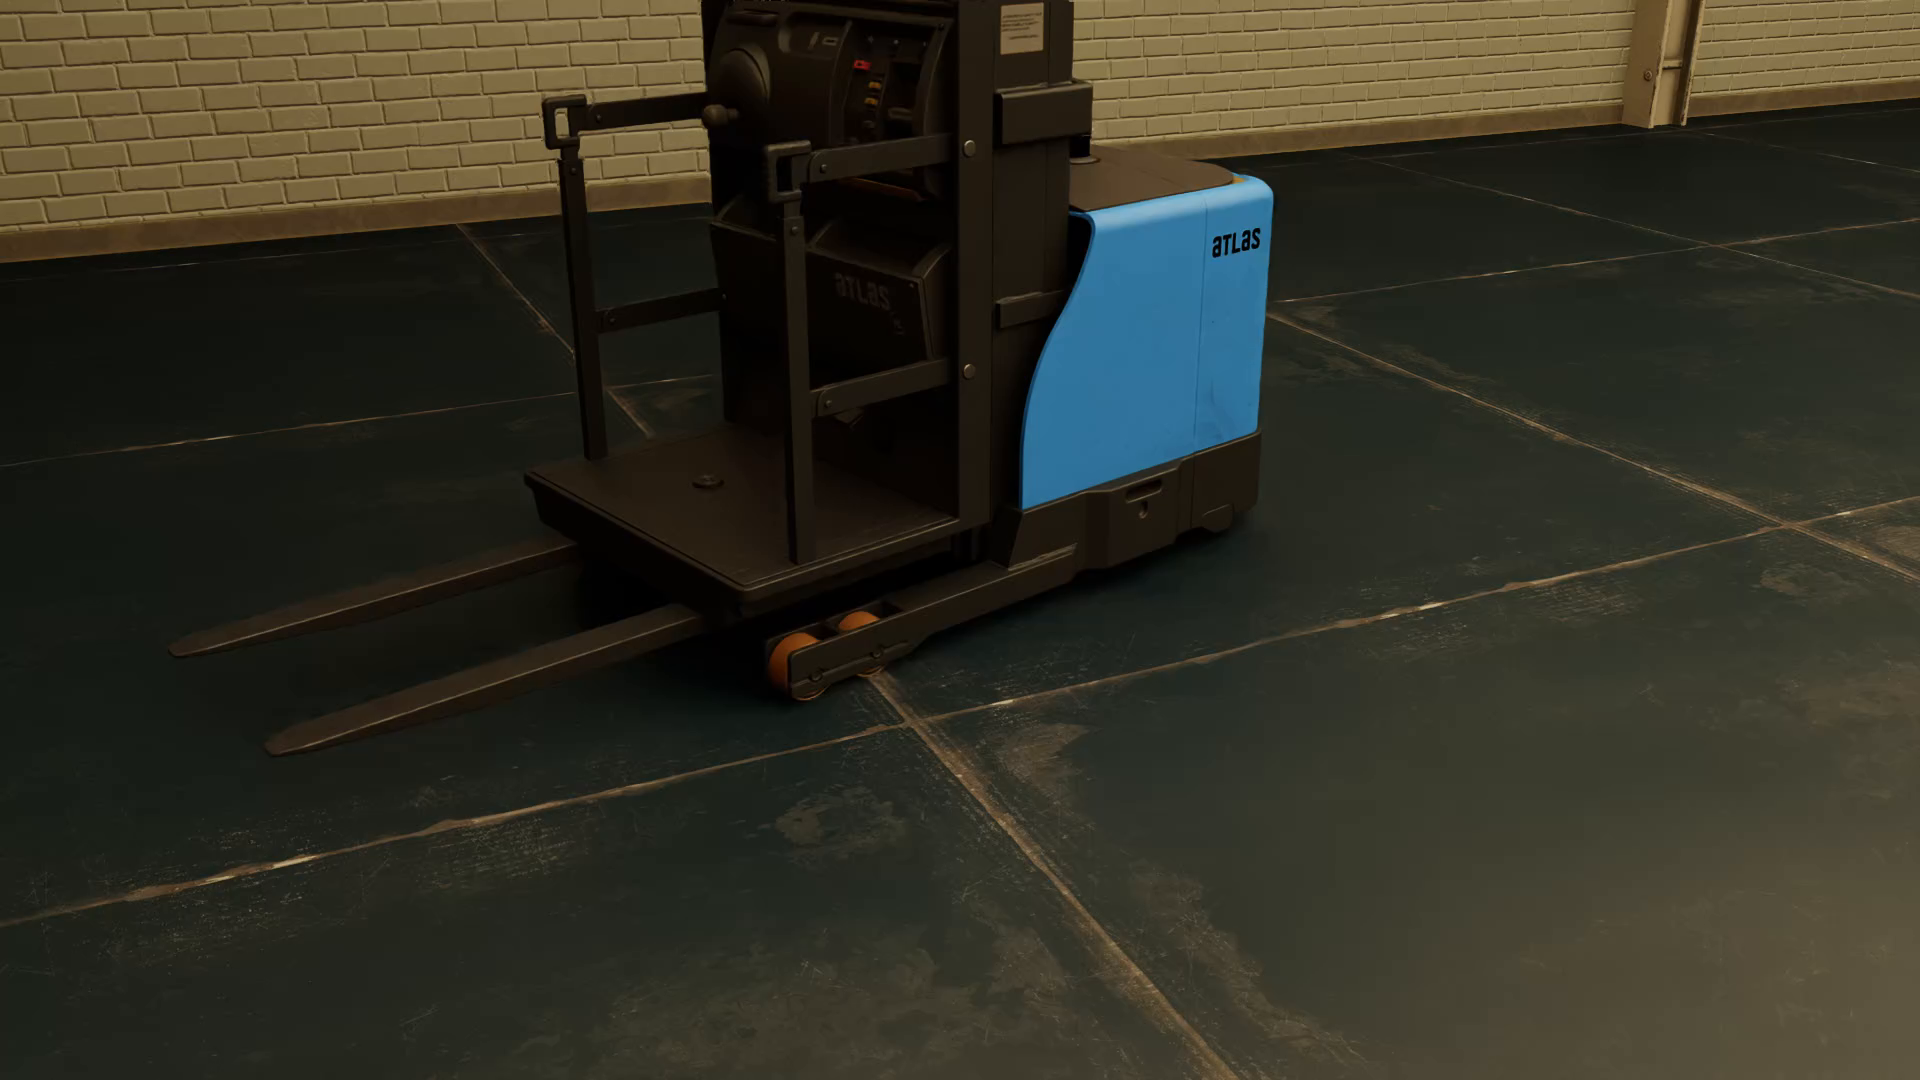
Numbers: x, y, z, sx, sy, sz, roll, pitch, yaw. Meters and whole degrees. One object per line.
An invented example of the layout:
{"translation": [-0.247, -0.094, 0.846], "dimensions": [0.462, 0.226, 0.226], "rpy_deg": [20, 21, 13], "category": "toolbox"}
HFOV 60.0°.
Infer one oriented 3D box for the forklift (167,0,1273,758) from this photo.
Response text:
{"translation": [-0.510, -1.179, 4.125], "dimensions": [3.031, 2.935, 1.130], "rpy_deg": [-19, 29, -38], "category": "forklift"}
